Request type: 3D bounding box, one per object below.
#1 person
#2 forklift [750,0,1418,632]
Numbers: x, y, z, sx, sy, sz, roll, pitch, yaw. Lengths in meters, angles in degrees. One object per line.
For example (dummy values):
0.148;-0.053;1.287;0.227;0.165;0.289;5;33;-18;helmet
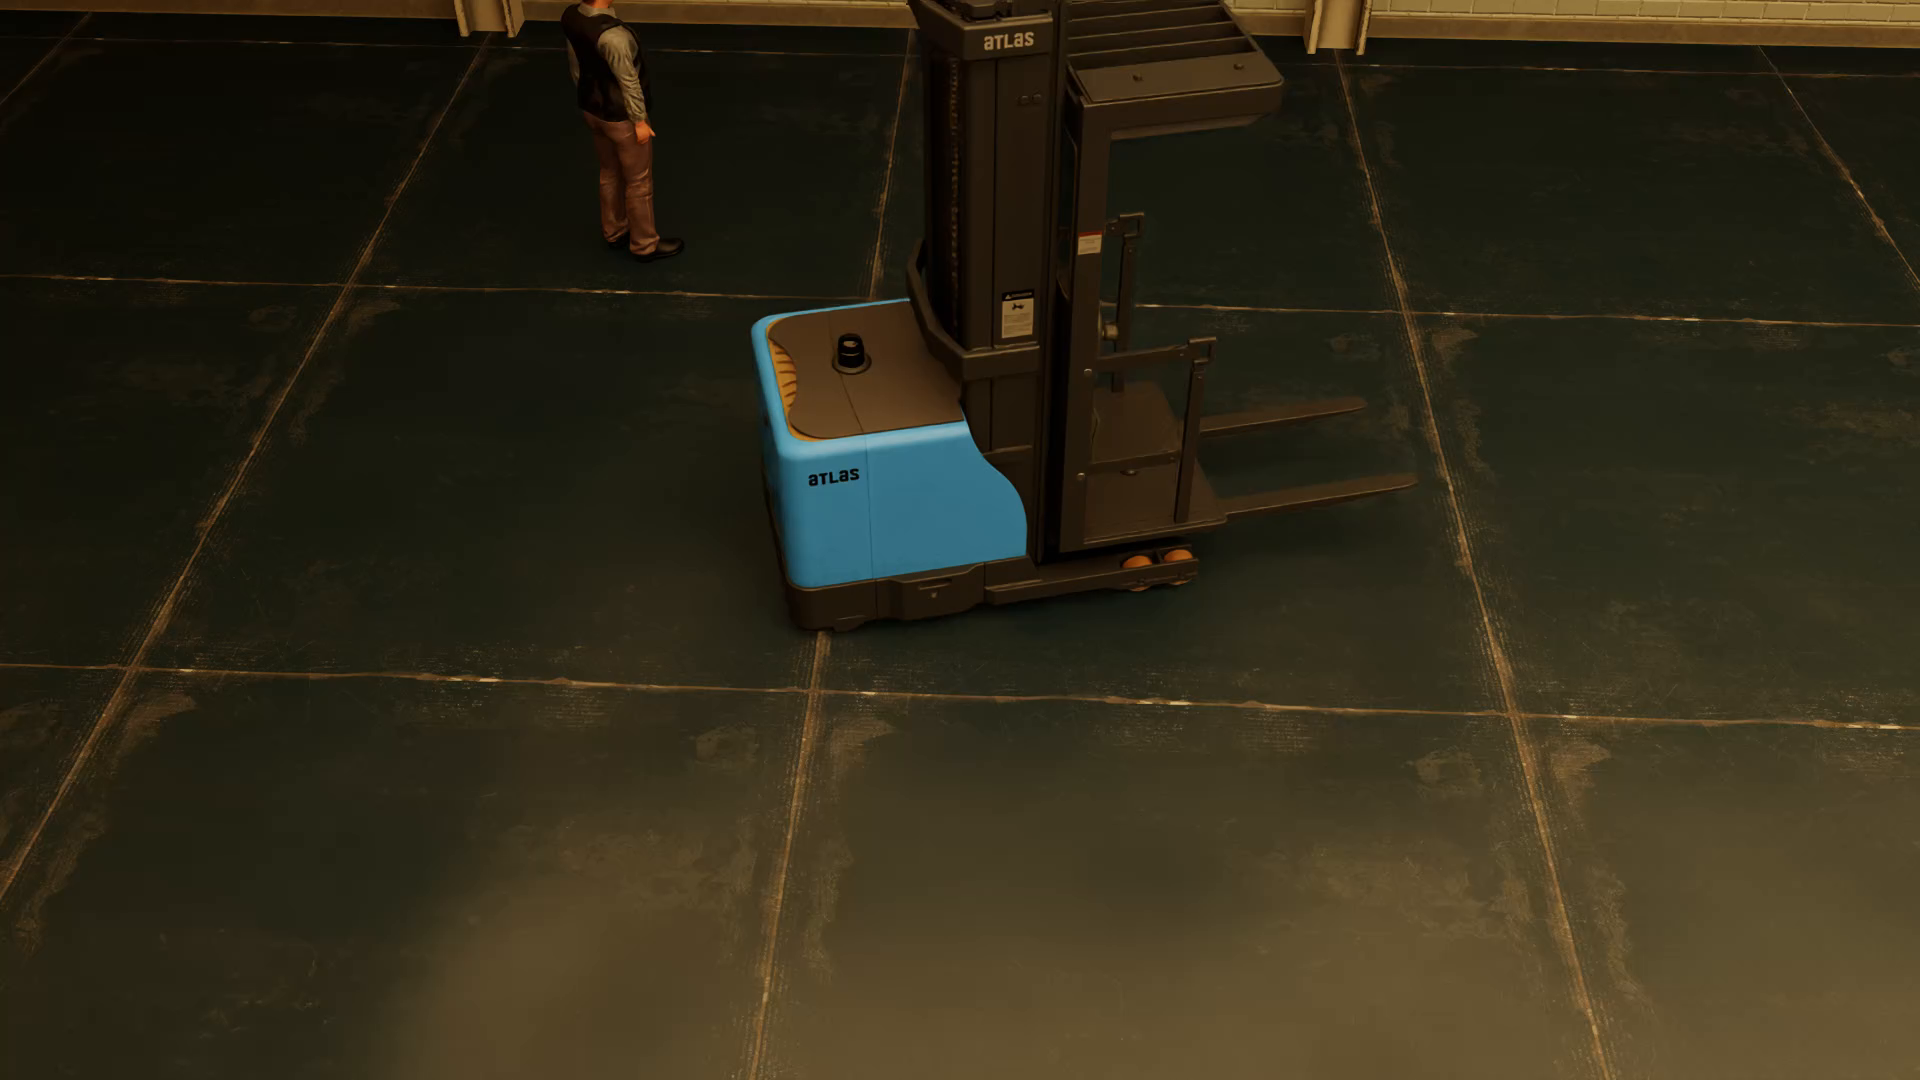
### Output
-1.899;-2.375;9.241;0.530;1.725;0.360;33;52;31;person
0.624;-1.188;7.043;3.031;2.935;1.130;-9;43;-9;forklift
